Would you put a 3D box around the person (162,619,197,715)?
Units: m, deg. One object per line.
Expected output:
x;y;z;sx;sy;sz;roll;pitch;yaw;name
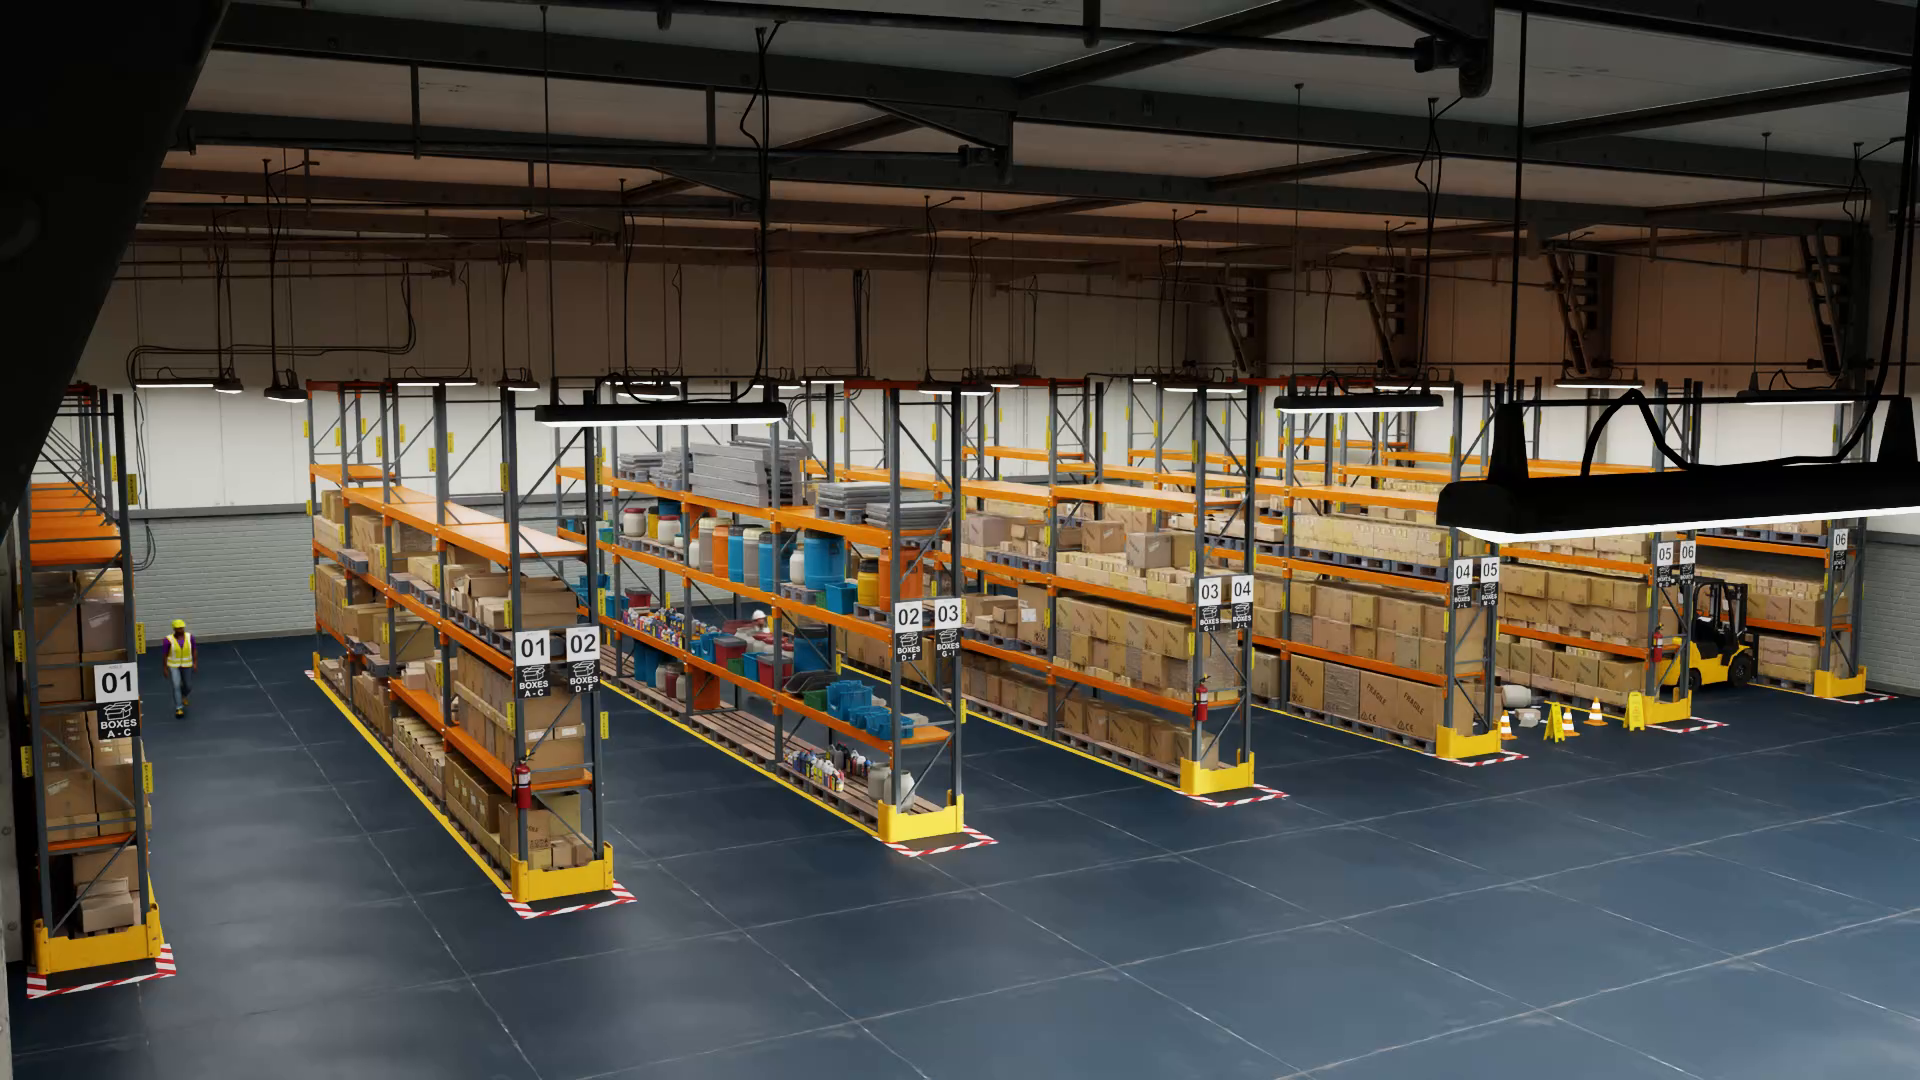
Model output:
-14.129;2.270;30.118;0.579;1.724;0.979;-4;7;-32;person

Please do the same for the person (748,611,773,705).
-3.708;2.172;30.926;0.541;1.711;1.069;-3;7;-26;person
